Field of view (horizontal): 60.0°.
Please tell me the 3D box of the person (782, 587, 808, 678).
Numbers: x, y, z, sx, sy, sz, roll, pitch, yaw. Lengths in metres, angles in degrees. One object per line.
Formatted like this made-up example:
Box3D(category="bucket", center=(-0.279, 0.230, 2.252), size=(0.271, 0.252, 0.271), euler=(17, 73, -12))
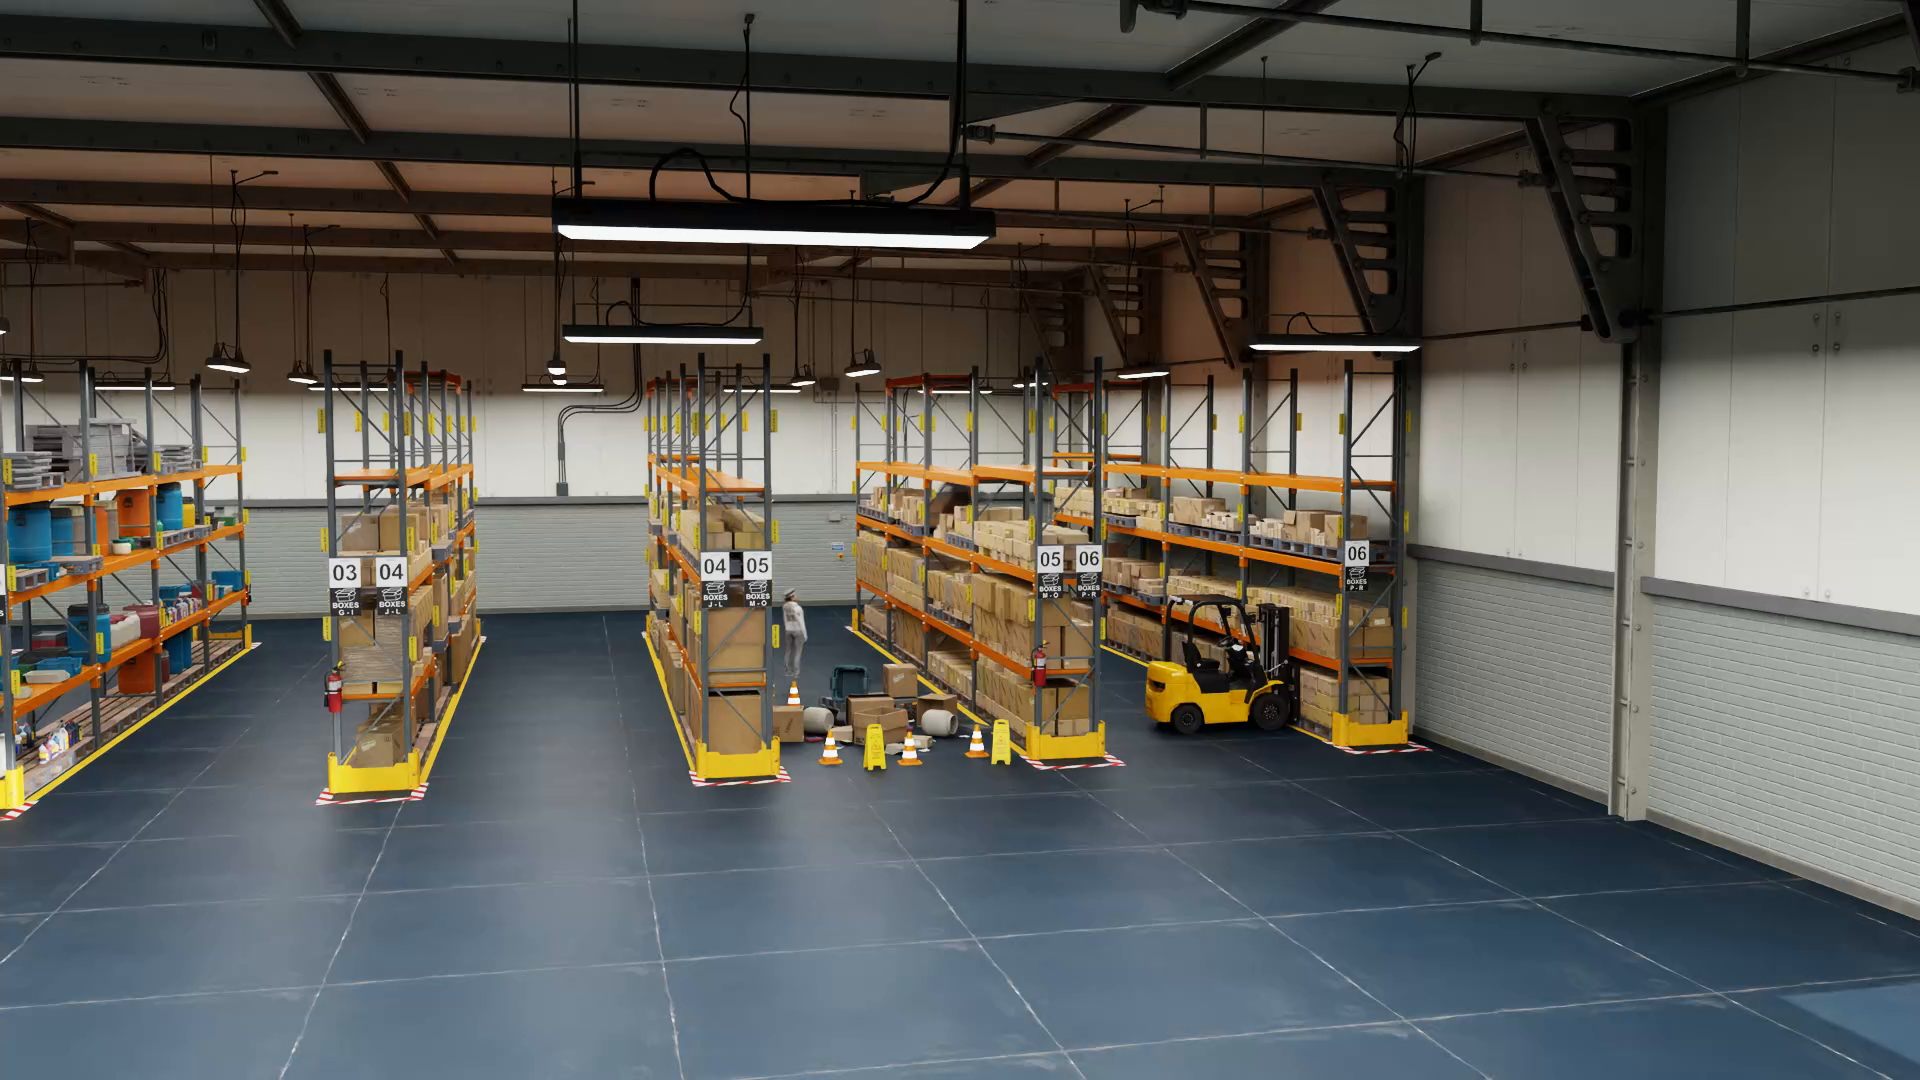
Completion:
Box3D(category="person", center=(-3.070, 1.717, 30.928), size=(0.544, 1.687, 0.479), euler=(2, 5, 31))
